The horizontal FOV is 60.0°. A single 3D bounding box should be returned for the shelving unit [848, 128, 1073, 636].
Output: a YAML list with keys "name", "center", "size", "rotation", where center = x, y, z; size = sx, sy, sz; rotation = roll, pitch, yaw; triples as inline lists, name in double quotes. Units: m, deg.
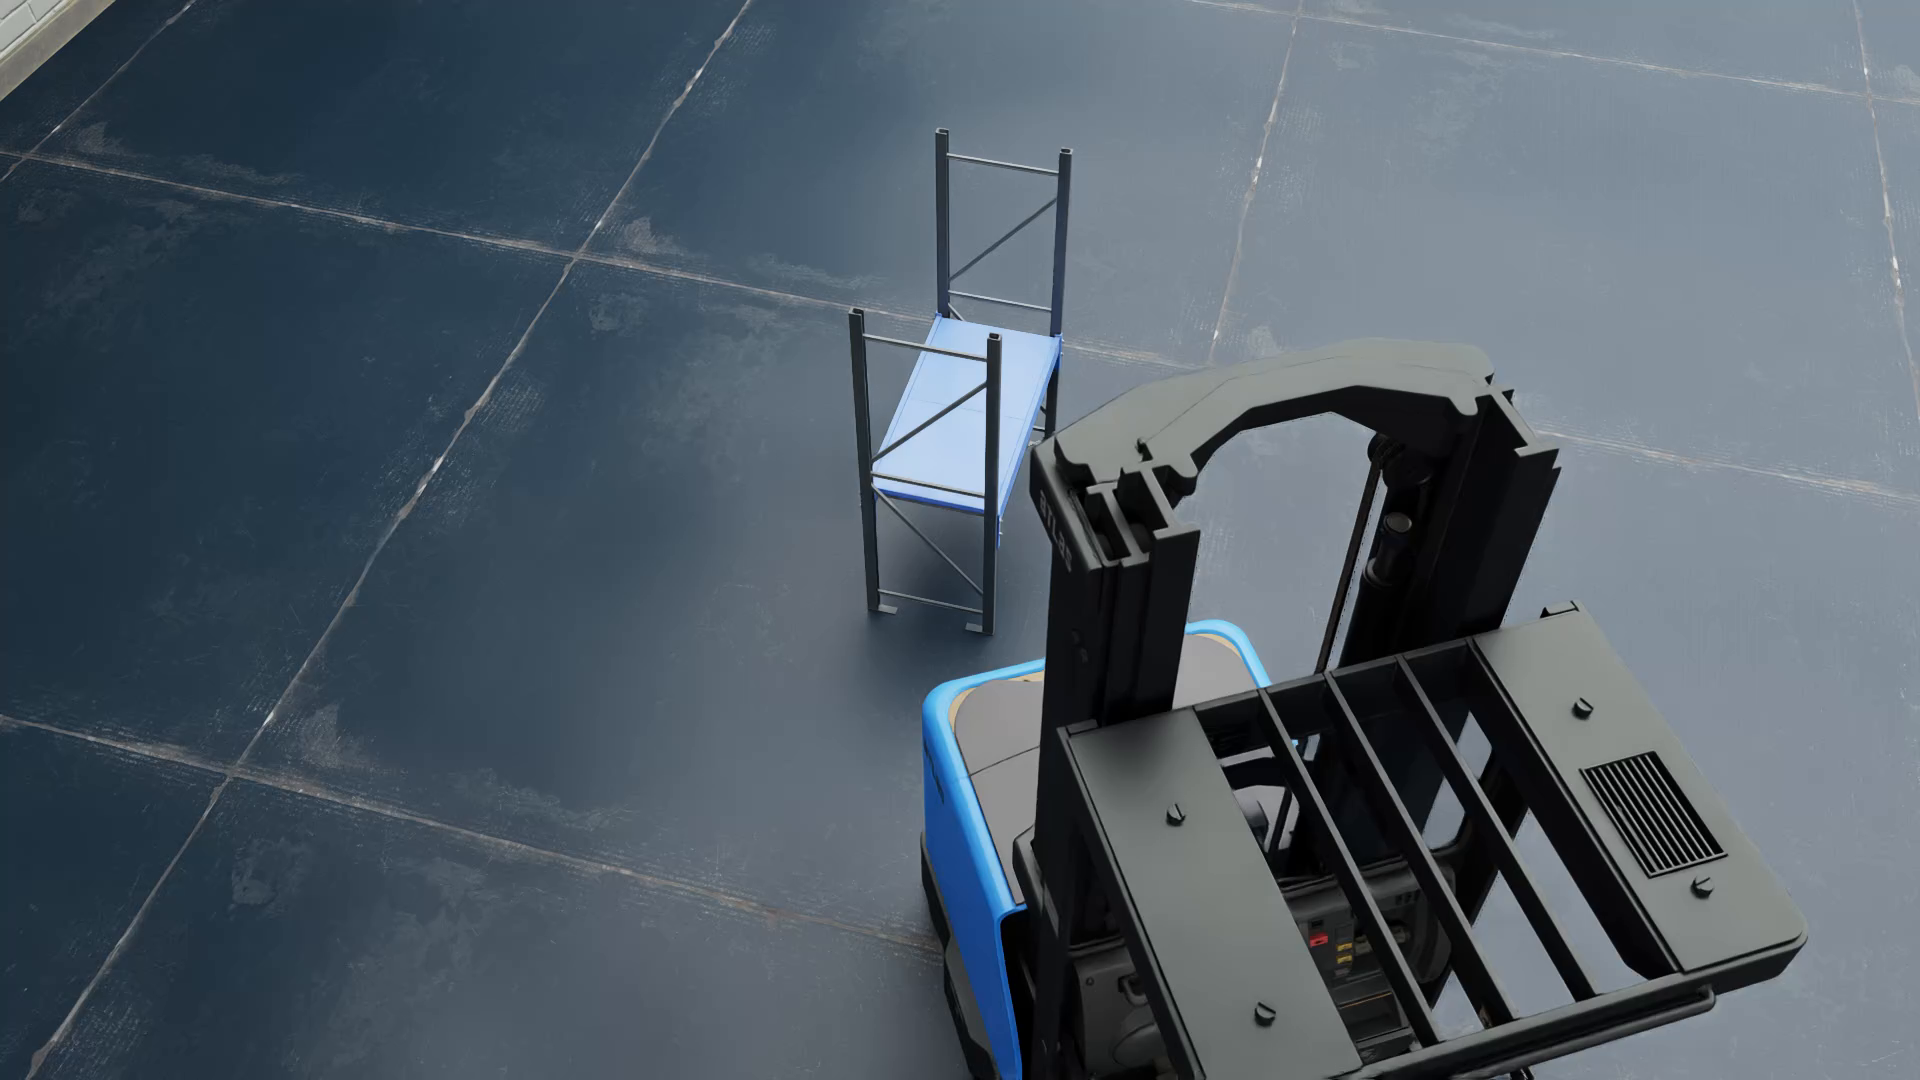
- name: "shelving unit"
  center: [0.022, -0.558, 6.161]
  size: [0.538, 1.500, 1.048]
  rotation: [12, 50, 10]

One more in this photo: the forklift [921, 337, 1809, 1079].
- name: "forklift"
  center: [0.781, 1.128, 3.718]
  size: [1.130, 2.935, 3.031]
  rotation: [-13, 50, -11]

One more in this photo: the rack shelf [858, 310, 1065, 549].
- name: "rack shelf"
  center: [0.022, -0.439, 6.296]
  size: [0.538, 0.185, 1.000]
  rotation: [12, 50, 10]

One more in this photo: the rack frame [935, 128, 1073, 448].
- name: "rack frame"
  center: [0.156, -0.926, 6.486]
  size: [0.500, 1.500, 0.032]
  rotation: [12, 50, 10]

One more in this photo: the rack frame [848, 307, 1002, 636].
- name: "rack frame"
  center: [-0.111, -0.190, 5.836]
  size: [0.500, 1.500, 0.032]
  rotation: [12, 50, 10]
